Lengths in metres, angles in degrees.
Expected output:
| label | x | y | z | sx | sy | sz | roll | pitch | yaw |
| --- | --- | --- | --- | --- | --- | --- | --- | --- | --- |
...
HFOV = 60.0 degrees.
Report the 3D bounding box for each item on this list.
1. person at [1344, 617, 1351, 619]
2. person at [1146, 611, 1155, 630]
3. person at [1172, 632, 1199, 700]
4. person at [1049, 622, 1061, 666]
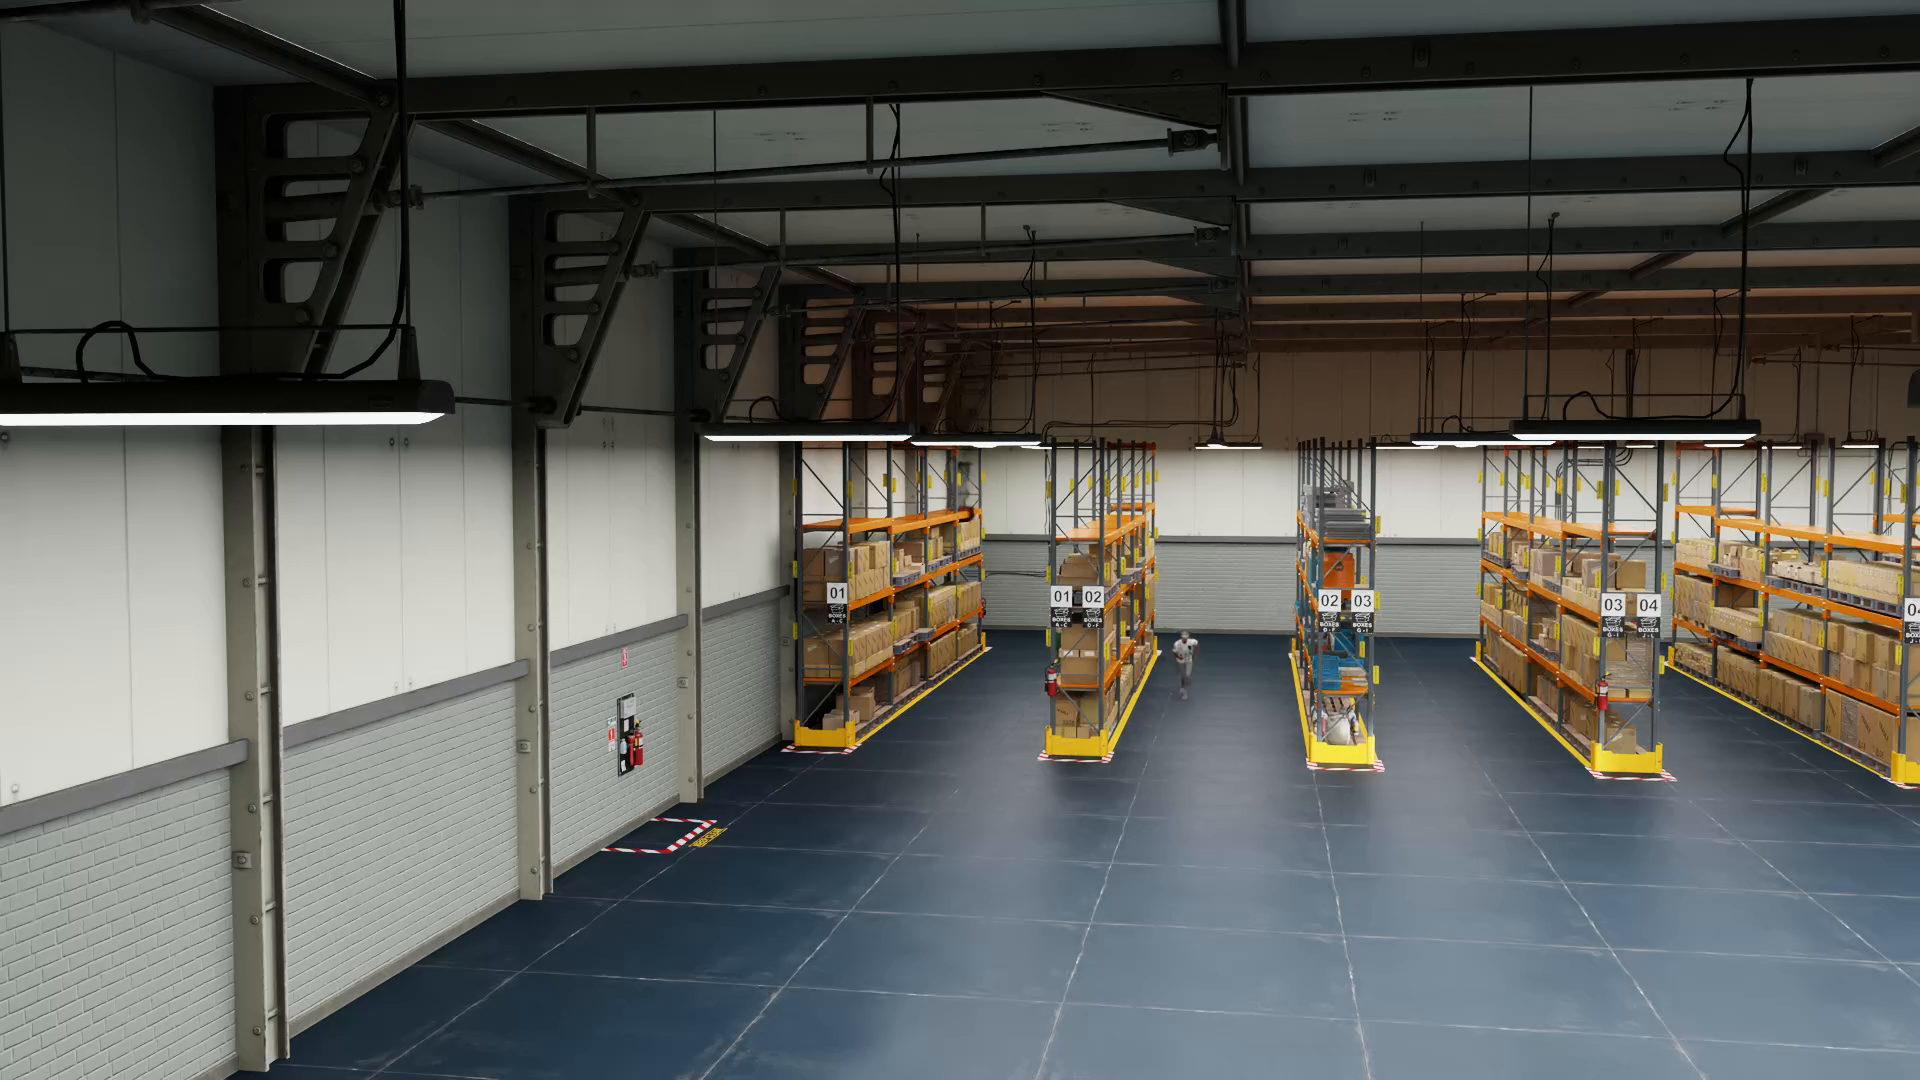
| label | x | y | z | sx | sy | sz | roll | pitch | yaw |
| --- | --- | --- | --- | --- | --- | --- | --- | --- | --- |
| person | 11.248 | 2.358 | 48.215 | 0.656 | 1.715 | 0.862 | 2 | 4 | 36 |
| person | 5.394 | 2.302 | 48.583 | 0.676 | 1.755 | 0.916 | -2 | 4 | -34 |
| person | 5.257 | 2.910 | 38.808 | 0.618 | 1.624 | 0.981 | 0 | 3 | 6 |
| person | 2.713 | 2.500 | 44.638 | 0.671 | 1.749 | 0.718 | 1 | 3 | 17 |
